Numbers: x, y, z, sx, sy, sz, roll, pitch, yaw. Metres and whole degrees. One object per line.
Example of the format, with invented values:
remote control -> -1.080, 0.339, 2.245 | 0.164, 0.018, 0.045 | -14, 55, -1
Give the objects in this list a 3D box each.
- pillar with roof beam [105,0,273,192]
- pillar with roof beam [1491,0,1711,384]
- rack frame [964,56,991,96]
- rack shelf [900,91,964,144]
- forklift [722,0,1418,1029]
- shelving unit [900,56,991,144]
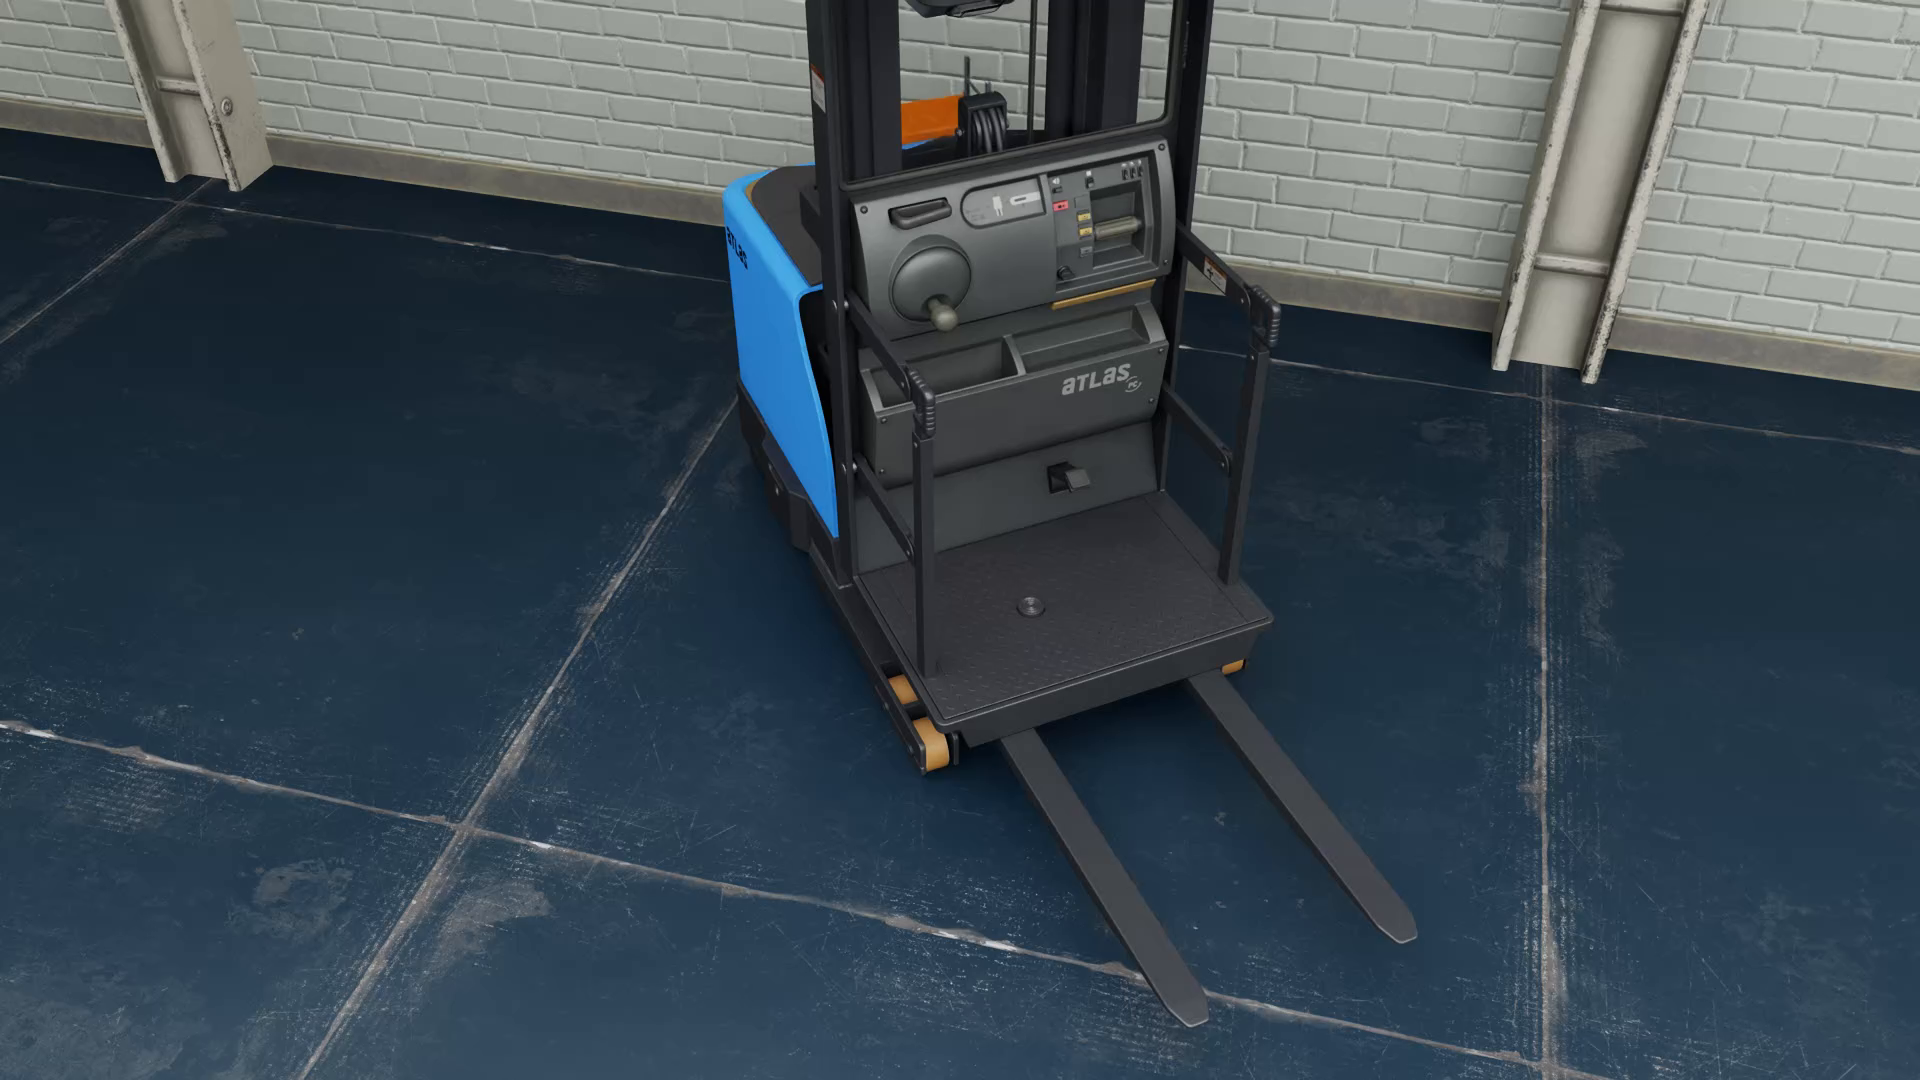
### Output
pillar with roof beam -> -4.583, -2.505, 1.735 | 0.400, 9.000, 9.100 | 10, 41, 11
pillar with roof beam -> 1.213, -1.507, 0.548 | 0.400, 9.000, 9.100 | 10, 41, 11
rack frame -> 0.060, -1.200, 6.246 | 0.015, 1.200, 0.240 | -13, 42, -15
rack shelf -> -0.170, -1.449, 5.931 | 0.480, 0.148, 0.258 | -13, 42, -15
forklift -> 0.250, -0.754, 4.369 | 1.130, 2.935, 3.031 | -16, 43, -18
shelving unit -> -0.170, -1.148, 6.184 | 0.503, 1.200, 0.258 | -13, 42, -15
